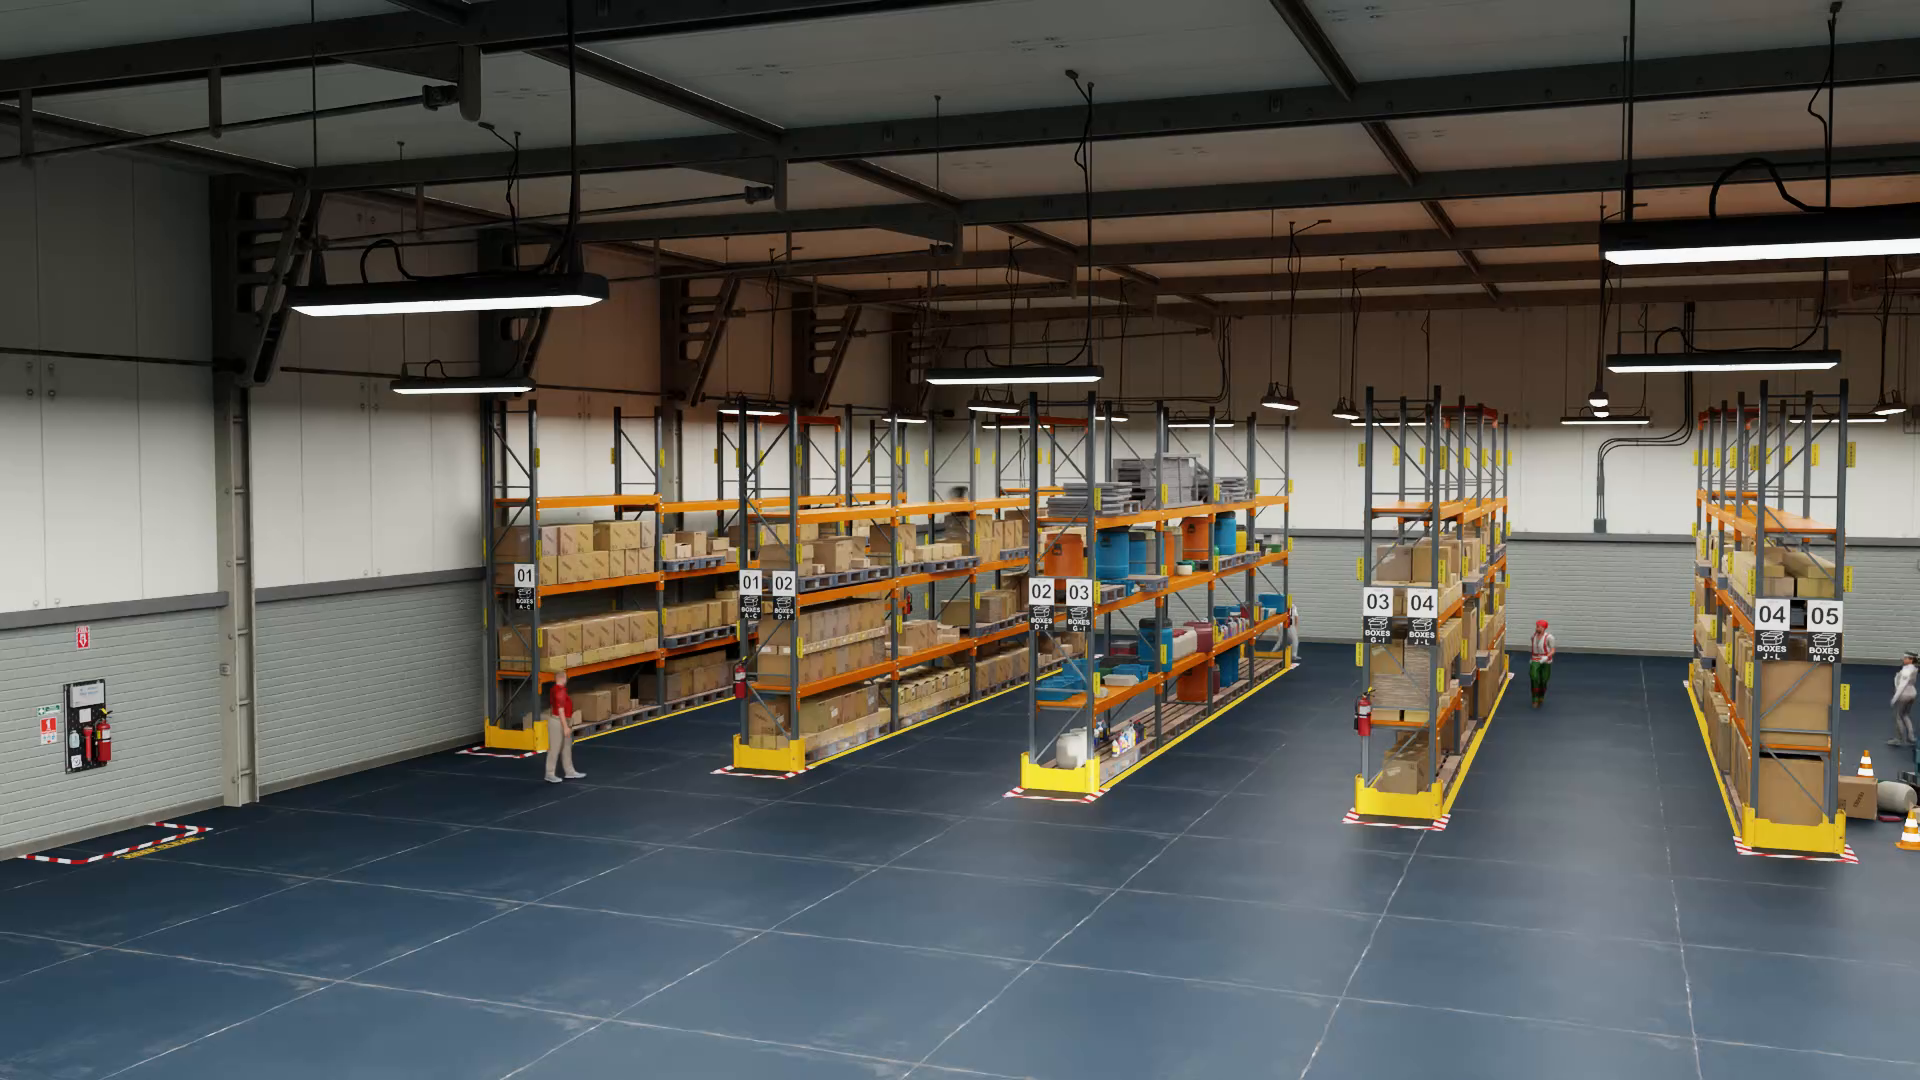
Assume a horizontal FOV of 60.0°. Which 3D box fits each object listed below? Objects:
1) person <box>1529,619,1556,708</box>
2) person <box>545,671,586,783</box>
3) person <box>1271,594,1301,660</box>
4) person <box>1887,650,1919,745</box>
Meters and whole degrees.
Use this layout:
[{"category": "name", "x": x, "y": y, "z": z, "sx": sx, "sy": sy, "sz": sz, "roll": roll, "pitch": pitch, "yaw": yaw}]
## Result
[{"category": "person", "x": 11.768, "y": 2.507, "z": 33.598, "sx": 0.493, "sy": 1.813, "sz": 0.882, "roll": 1, "pitch": 3, "yaw": 21}, {"category": "person", "x": -6.135, "y": 2.874, "z": 25.750, "sx": 0.603, "sy": 1.713, "sz": 0.607, "roll": 0, "pitch": 3, "yaw": -6}, {"category": "person", "x": 8.126, "y": 2.149, "z": 41.300, "sx": 0.554, "sy": 1.621, "sz": 0.657, "roll": -1, "pitch": 3, "yaw": -18}, {"category": "person", "x": 16.413, "y": 2.773, "z": 28.959, "sx": 0.527, "sy": 1.734, "sz": 0.475, "roll": -1, "pitch": 3, "yaw": -26}]
